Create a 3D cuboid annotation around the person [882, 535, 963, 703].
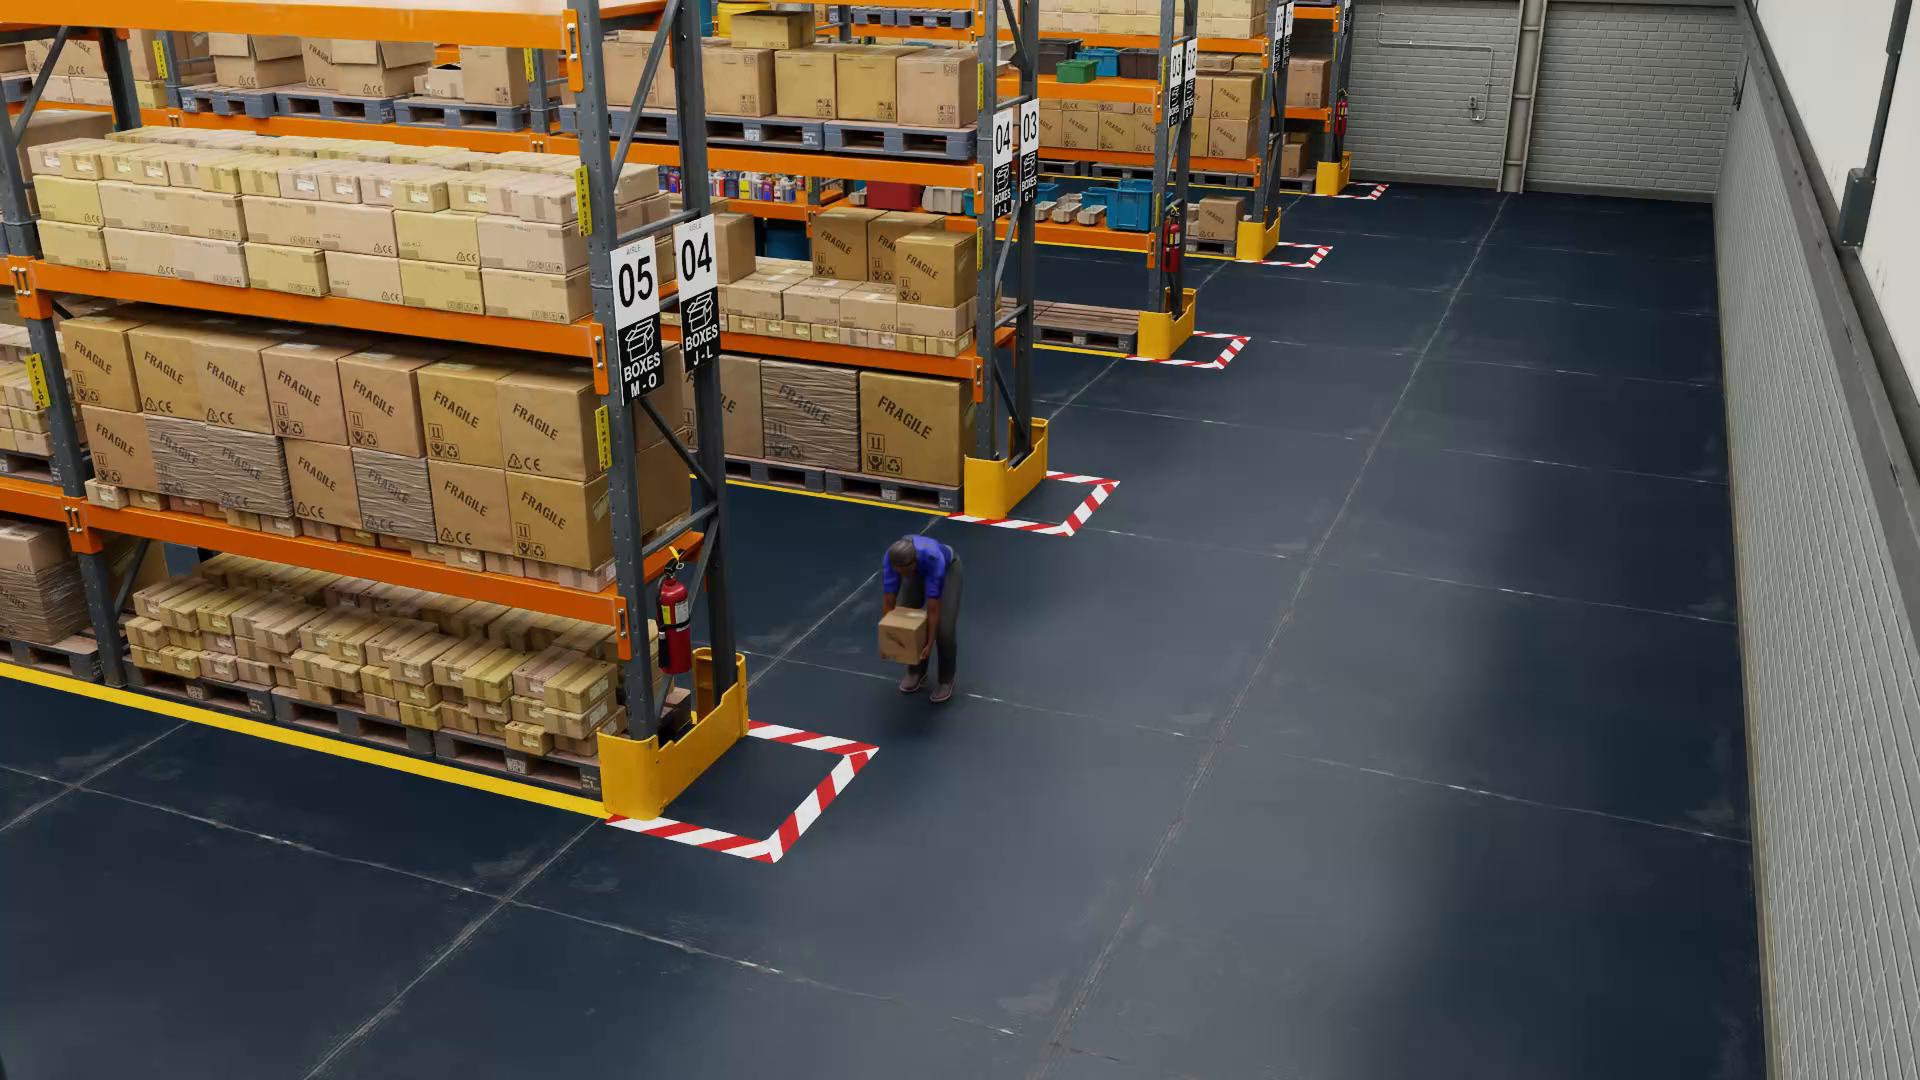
[{"bbox_3d":[-0.251,0.457,10.386,0.425,1.221,0.824,8,24,18],"label":"person"}]
